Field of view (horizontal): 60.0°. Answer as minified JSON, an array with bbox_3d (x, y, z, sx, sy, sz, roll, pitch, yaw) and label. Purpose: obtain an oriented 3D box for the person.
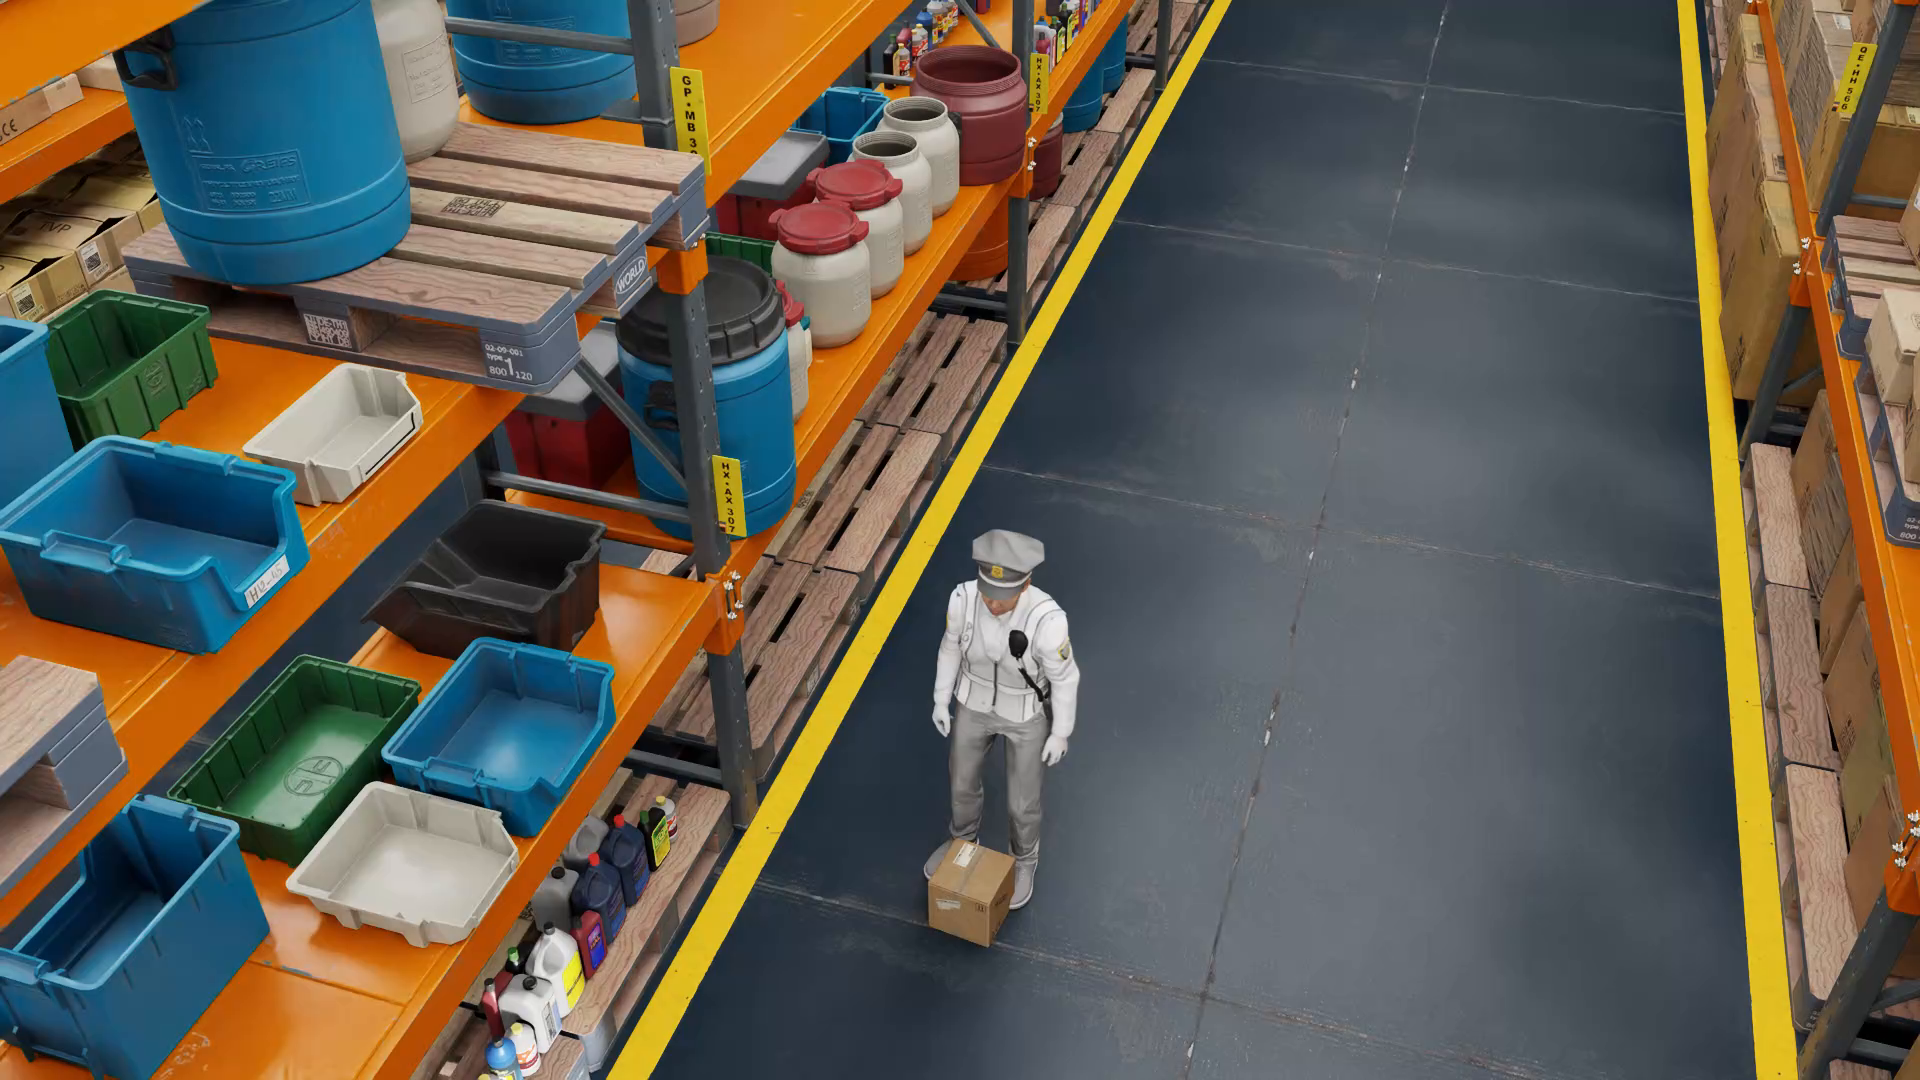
[{"bbox_3d":[0.152,0.640,6.045,0.546,1.664,0.375,14,39,18],"label":"person"}]
